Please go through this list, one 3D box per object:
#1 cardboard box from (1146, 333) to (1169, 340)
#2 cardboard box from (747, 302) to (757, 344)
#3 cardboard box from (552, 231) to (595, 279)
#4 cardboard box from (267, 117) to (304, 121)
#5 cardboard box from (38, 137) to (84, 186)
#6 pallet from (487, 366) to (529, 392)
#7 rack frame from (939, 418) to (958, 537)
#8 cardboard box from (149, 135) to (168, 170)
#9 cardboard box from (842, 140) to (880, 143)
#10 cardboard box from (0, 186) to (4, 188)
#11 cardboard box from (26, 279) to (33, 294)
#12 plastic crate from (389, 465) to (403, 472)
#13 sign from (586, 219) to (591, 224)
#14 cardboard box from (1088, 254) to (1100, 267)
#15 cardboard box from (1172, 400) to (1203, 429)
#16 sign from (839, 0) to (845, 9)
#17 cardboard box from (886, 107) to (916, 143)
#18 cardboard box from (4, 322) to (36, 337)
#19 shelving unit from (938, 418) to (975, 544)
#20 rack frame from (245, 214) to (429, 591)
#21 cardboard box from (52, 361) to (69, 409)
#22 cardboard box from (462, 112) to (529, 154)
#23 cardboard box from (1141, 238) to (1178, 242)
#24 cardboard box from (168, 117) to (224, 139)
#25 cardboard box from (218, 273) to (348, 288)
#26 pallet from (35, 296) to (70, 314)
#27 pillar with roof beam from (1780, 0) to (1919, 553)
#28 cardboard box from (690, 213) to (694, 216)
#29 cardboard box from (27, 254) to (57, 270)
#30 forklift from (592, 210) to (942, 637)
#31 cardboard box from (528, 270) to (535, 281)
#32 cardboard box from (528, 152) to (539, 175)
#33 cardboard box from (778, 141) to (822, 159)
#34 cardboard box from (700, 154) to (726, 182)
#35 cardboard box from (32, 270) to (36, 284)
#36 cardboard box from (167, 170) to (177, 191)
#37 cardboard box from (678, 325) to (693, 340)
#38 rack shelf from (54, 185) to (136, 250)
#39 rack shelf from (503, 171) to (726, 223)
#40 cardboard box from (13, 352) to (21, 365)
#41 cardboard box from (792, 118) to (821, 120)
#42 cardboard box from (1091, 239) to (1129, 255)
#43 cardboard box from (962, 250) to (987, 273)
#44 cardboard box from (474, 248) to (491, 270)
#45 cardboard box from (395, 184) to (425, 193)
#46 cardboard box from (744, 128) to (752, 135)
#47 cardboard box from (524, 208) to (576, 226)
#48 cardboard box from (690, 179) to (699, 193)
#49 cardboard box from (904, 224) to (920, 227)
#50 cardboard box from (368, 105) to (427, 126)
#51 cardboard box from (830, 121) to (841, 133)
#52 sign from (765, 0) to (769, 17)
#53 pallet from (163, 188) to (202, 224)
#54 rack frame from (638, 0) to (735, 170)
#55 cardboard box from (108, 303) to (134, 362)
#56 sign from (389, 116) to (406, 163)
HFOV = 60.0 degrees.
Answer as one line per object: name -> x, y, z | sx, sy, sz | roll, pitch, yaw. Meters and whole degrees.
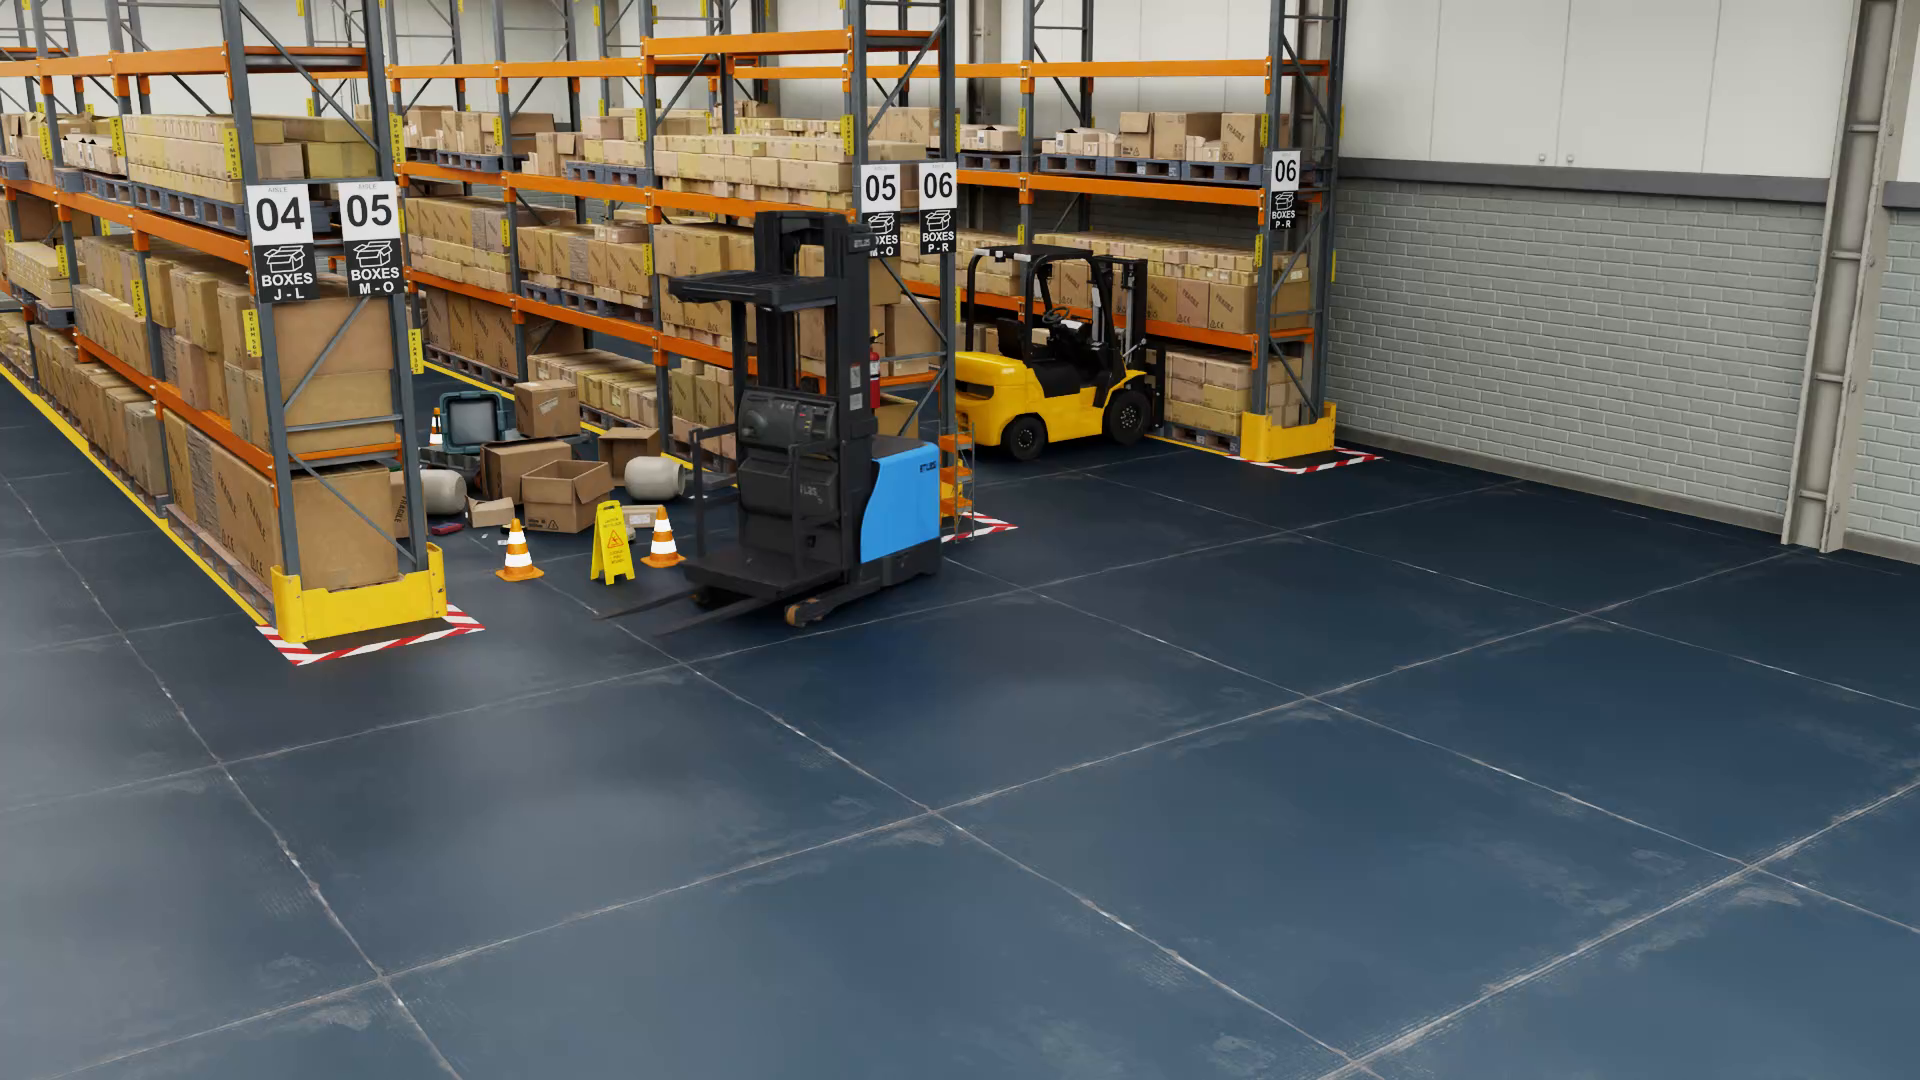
cardboard box -> 2.224, -2.315, 19.873 | 0.500, 0.250, 0.500 | -11, 19, -34
cardboard box -> -1.886, -2.213, 16.228 | 0.500, 0.500, 0.500 | -11, 19, -34
cardboard box -> -4.476, -3.370, 19.660 | 0.500, 0.500, 0.500 | -10, 18, -34
cardboard box -> -5.109, -3.186, 12.832 | 0.380, 0.149, 0.250 | -11, 19, -35
cardboard box -> -9.669, -4.118, 18.069 | 0.500, 0.500, 0.500 | -11, 19, -35
pallet -> -5.586, -2.166, 22.089 | 1.003, 0.211, 1.213 | -11, 19, -35
rack frame -> -0.103, -0.544, 14.574 | 0.200, 1.050, 0.008 | -11, 19, -35
cardboard box -> -6.120, -3.092, 13.246 | 0.500, 0.250, 0.500 | -11, 19, -35
cardboard box -> -0.869, -3.620, 15.402 | 0.380, 0.149, 0.250 | -11, 19, -35
cardboard box -> -13.782, -4.786, 23.733 | 0.500, 0.500, 0.500 | -11, 19, -35
cardboard box -> -10.703, -2.988, 19.493 | 0.380, 0.149, 0.250 | -12, 19, -37
plastic crate -> -5.614, -0.524, 16.027 | 0.450, 0.188, 0.662 | -11, 16, -3
sign -> -4.750, -3.937, 21.236 | 0.100, 0.325, 0.005 | -11, 19, -35
cardboard box -> 1.723, -3.273, 19.435 | 0.380, 0.149, 0.250 | -11, 19, -35
cardboard box -> 2.717, -1.429, 18.528 | 0.500, 0.250, 0.500 | -11, 19, -35
sign -> -1.604, -7.398, 22.640 | 0.100, 0.325, 0.005 | -11, 19, -35
cardboard box -> -0.564, -5.563, 22.363 | 0.700, 0.500, 0.500 | -11, 19, -36
cardboard box -> -13.009, -2.921, 23.044 | 0.380, 0.149, 0.250 | -11, 19, -34
shelving unit -> -0.031, -0.518, 14.479 | 0.215, 1.050, 0.252 | -11, 19, -35
rack frame -> -4.424, -0.832, 11.936 | 1.000, 3.000, 0.127 | -11, 19, -35
cardboard box -> -10.353, -1.859, 19.627 | 0.500, 0.500, 0.500 | -12, 19, -37
cardboard box -> -5.919, -5.210, 21.263 | 0.700, 0.500, 0.500 | -12, 19, -37
cardboard box -> 2.340, -3.453, 19.527 | 0.380, 0.149, 0.250 | -11, 19, -35
cardboard box -> -5.793, -3.138, 12.659 | 0.380, 0.149, 0.250 | -11, 19, -34
cardboard box -> -5.228, -1.755, 12.975 | 0.875, 0.550, 0.550 | -11, 19, -35
pallet -> -10.325, -2.865, 19.724 | 1.003, 0.211, 1.213 | -11, 19, -35
pillar with roof beam -> 3.899, -3.626, 10.779 | 9.100, 9.000, 0.400 | -11, 19, -35
cardboard box -> -4.492, -5.496, 28.695 | 0.500, 0.250, 0.500 | -11, 19, -35
cardboard box -> -10.545, -3.219, 19.209 | 0.380, 0.149, 0.250 | -10, 18, -32
forklift -> -1.429, -0.917, 12.373 | 1.130, 2.935, 3.031 | 11, 19, 35
cardboard box -> -5.143, -3.314, 20.682 | 0.380, 0.149, 0.250 | -12, 19, -38
cardboard box -> -4.986, -4.564, 20.144 | 0.396, 0.266, 0.258 | -11, 19, -35
cardboard box -> -1.448, -3.587, 15.284 | 0.380, 0.149, 0.250 | -11, 19, -35
cardboard box -> -2.199, -3.640, 16.233 | 0.500, 0.250, 0.500 | -11, 19, -34
cardboard box -> -10.393, -3.020, 19.045 | 0.380, 0.149, 0.250 | -11, 19, -35
cardboard box -> -5.943, -2.808, 12.961 | 0.380, 0.149, 0.250 | -11, 19, -34
cardboard box -> -2.715, -2.192, 17.380 | 0.380, 0.149, 0.250 | -10, 18, -33
rack shelf -> -7.952, -3.213, 16.316 | 1.077, 0.370, 4.000 | -11, 19, -35
rack shelf -> -4.007, -4.003, 19.202 | 1.077, 0.370, 4.000 | -11, 19, -35
cardboard box -> -12.595, -2.474, 22.539 | 0.380, 0.149, 0.250 | -11, 19, -35
cardboard box -> -2.324, -6.305, 25.176 | 0.380, 0.149, 0.250 | -10, 18, -33
cardboard box -> 1.756, -3.421, 19.412 | 0.380, 0.149, 0.250 | -11, 19, -35
cardboard box -> 0.378, -3.590, 21.349 | 0.500, 0.250, 0.500 | -11, 19, -36
cardboard box -> -5.978, -3.672, 21.649 | 0.500, 0.250, 0.500 | -11, 19, -36
cardboard box -> -8.041, -5.118, 24.280 | 0.380, 0.149, 0.250 | -10, 18, -33
cardboard box -> -3.066, -6.189, 25.316 | 0.380, 0.149, 0.250 | -11, 19, -35
cardboard box -> -5.276, -4.004, 21.441 | 0.500, 0.500, 0.500 | -12, 19, -36
cardboard box -> -2.503, -3.597, 16.831 | 0.380, 0.149, 0.250 | -11, 19, -34
cardboard box -> -0.571, -4.386, 23.502 | 0.380, 0.149, 0.250 | -10, 18, -33
cardboard box -> -8.354, -6.215, 24.740 | 0.797, 0.503, 0.637 | -9, 18, -30
cardboard box -> -1.612, -5.840, 23.513 | 0.380, 0.149, 0.250 | -10, 18, -33
sign -> -3.077, -8.464, 26.385 | 0.100, 0.325, 0.005 | -11, 19, -35
pallet -> -5.590, -2.654, 13.077 | 1.003, 0.211, 1.213 | -11, 19, -35
rack frame -> -2.831, -5.370, 17.150 | 1.000, 3.000, 0.127 | -11, 19, -35
cardboard box -> -7.893, -2.021, 16.087 | 0.500, 0.500, 0.500 | -11, 19, -34
sign -> -3.972, -2.824, 11.724 | 0.100, 0.325, 0.005 | -11, 19, -35
